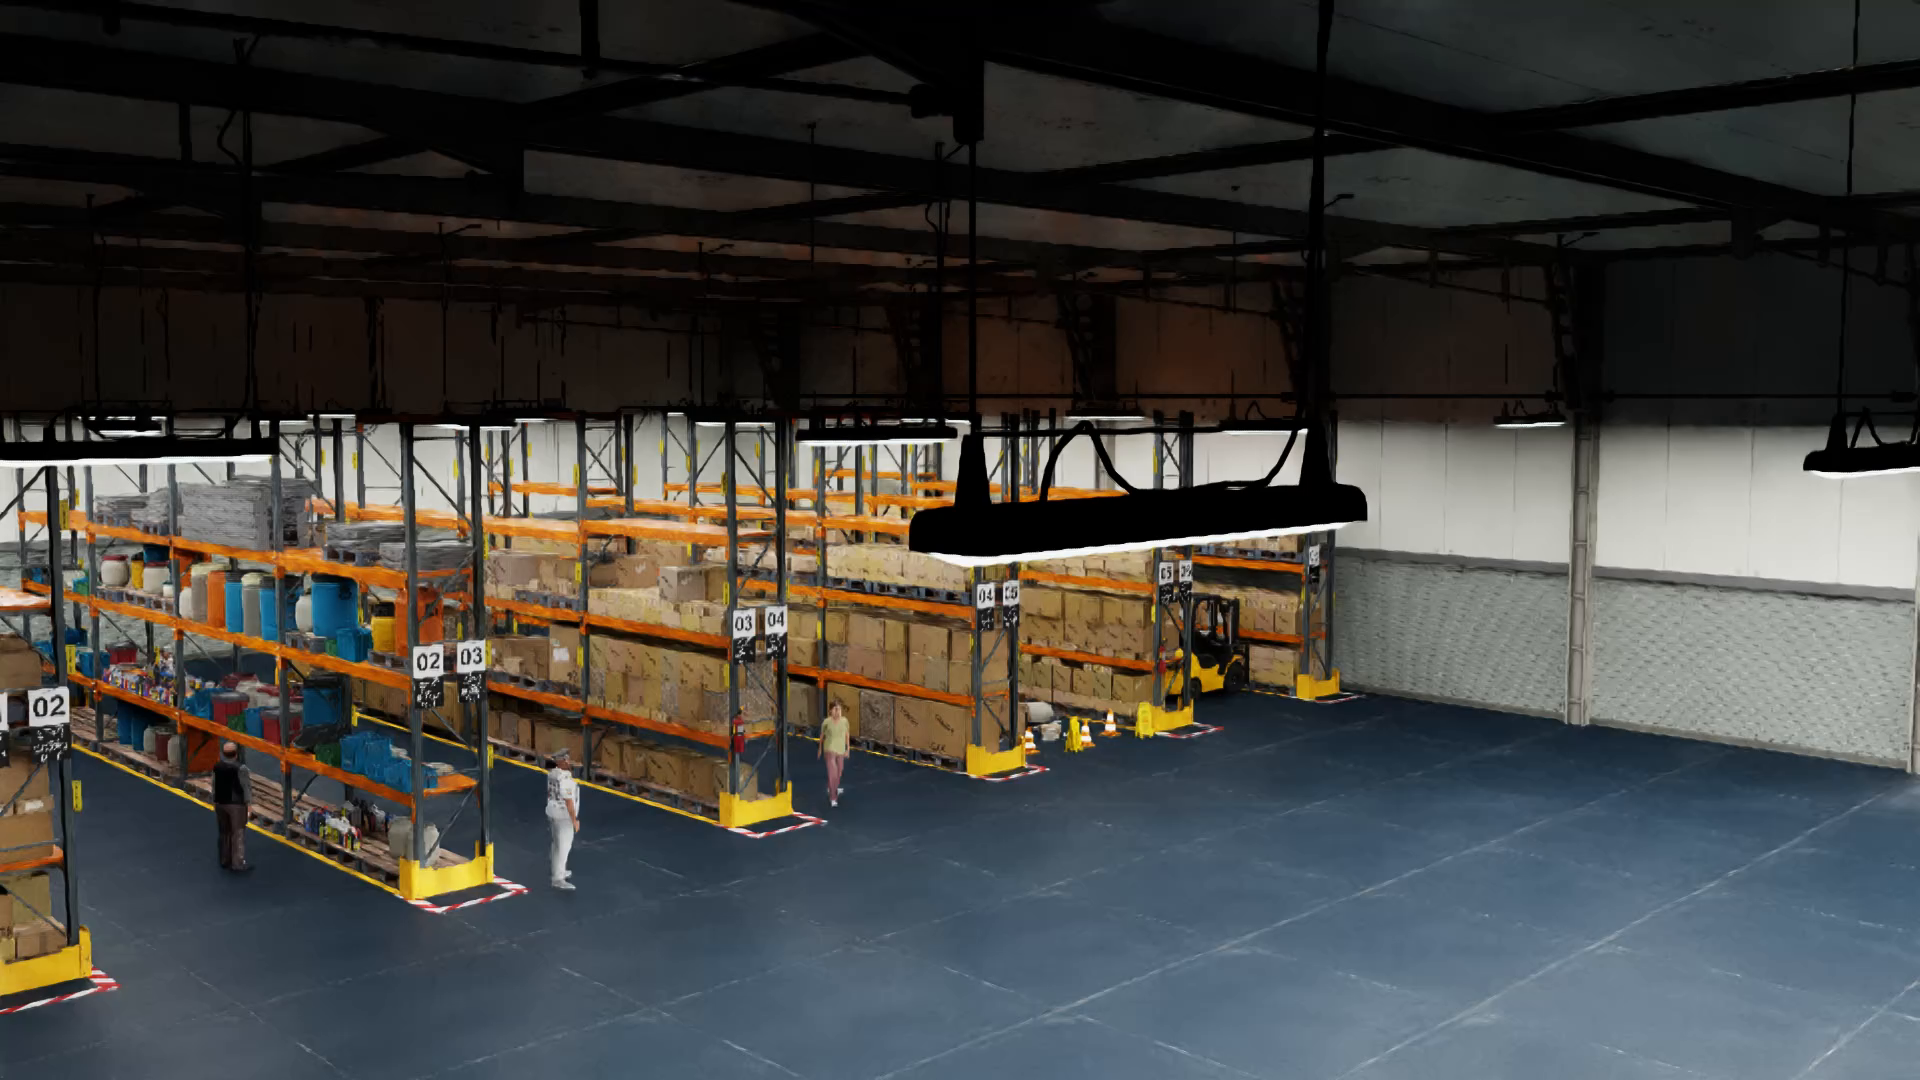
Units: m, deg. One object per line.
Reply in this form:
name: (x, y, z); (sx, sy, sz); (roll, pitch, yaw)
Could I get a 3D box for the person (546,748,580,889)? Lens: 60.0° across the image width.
person: (-5.142, 3.569, 21.514); (0.413, 1.762, 0.711); (-3, 6, -34)

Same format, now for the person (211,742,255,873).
person: (-9.661, 3.534, 22.144); (0.584, 1.727, 0.450); (1, 5, 14)

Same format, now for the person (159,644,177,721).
person: (-15.264, 2.765, 31.835); (0.818, 1.597, 0.656); (3, 6, 29)

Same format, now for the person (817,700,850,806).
person: (-1.951, 3.277, 25.906); (0.490, 1.608, 0.955); (-2, 5, -25)
